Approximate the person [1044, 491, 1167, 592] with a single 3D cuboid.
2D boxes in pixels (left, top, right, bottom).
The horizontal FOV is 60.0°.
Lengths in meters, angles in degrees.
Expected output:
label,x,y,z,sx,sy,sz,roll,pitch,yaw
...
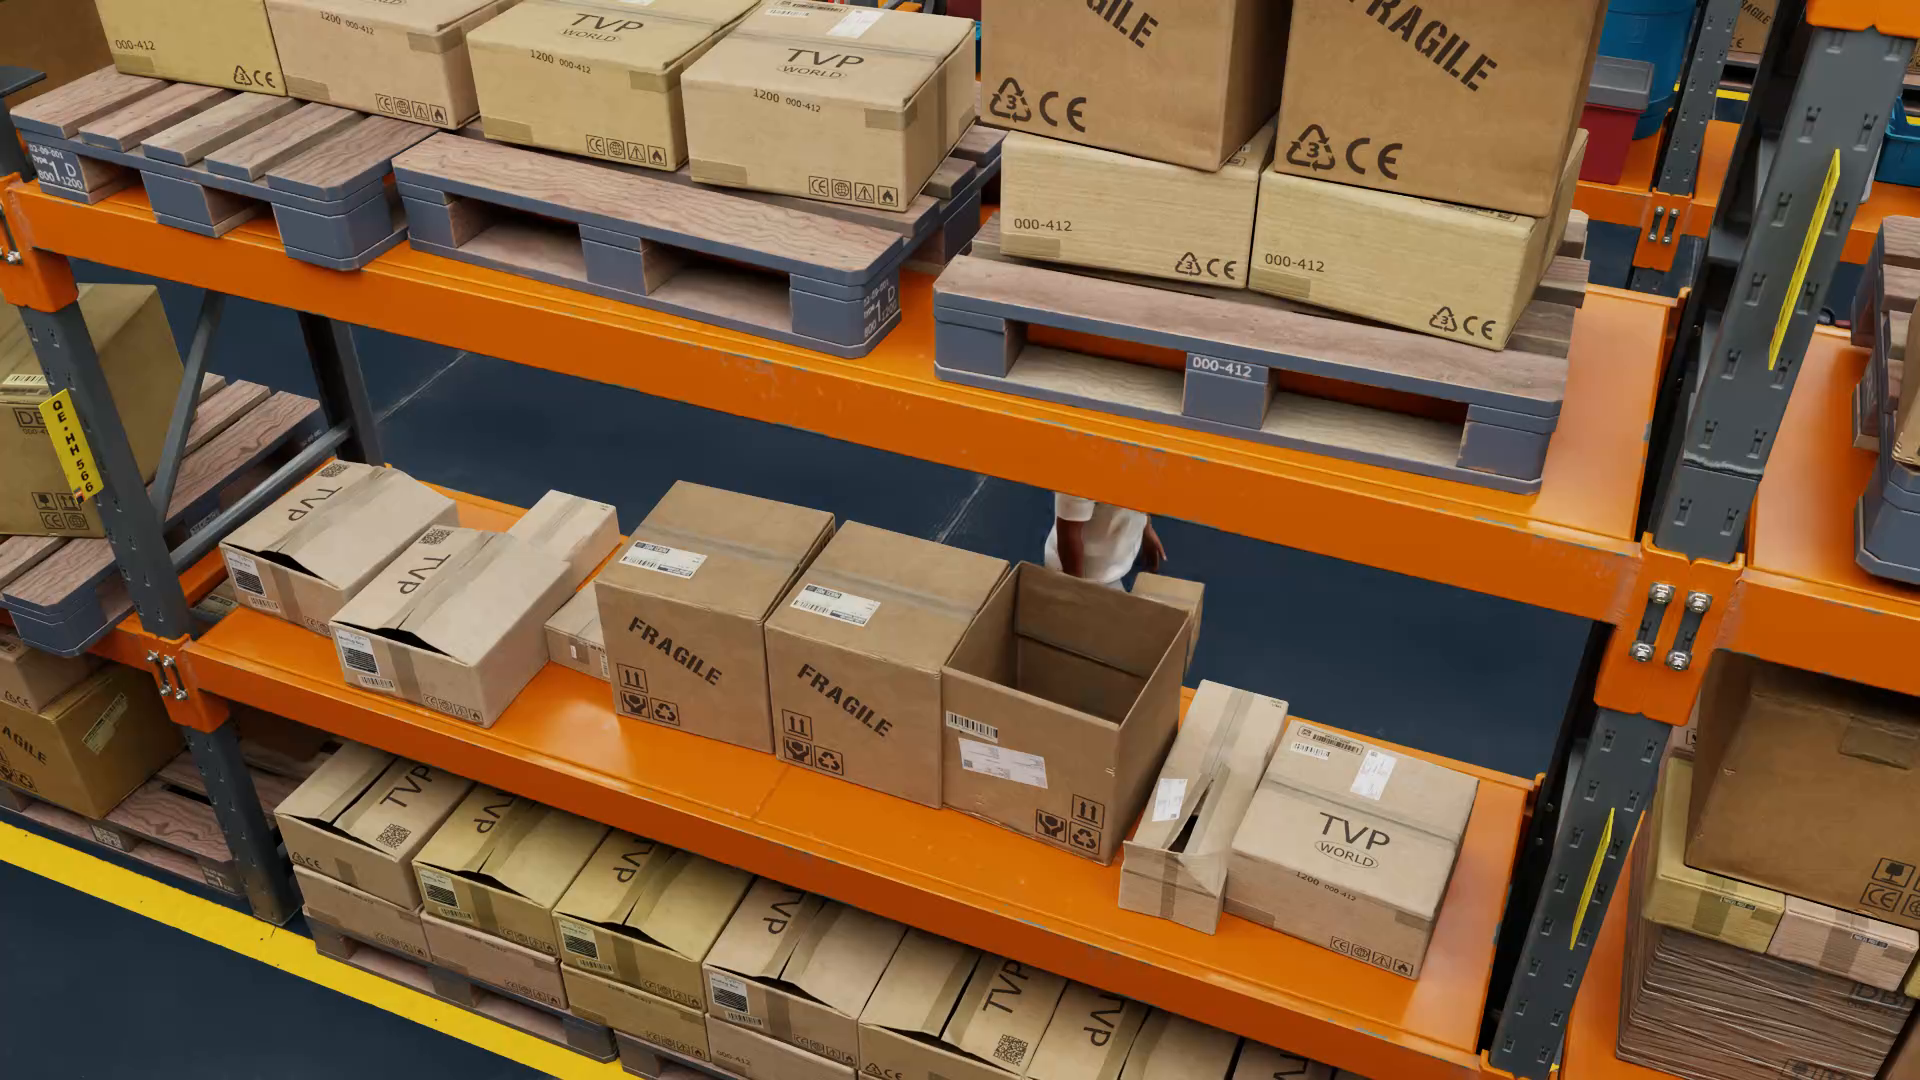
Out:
label,x,y,z,sx,sy,sz,roll,pitch,yaw
person,0.598,0.063,6.034,0.834,1.741,0.572,14,39,17
